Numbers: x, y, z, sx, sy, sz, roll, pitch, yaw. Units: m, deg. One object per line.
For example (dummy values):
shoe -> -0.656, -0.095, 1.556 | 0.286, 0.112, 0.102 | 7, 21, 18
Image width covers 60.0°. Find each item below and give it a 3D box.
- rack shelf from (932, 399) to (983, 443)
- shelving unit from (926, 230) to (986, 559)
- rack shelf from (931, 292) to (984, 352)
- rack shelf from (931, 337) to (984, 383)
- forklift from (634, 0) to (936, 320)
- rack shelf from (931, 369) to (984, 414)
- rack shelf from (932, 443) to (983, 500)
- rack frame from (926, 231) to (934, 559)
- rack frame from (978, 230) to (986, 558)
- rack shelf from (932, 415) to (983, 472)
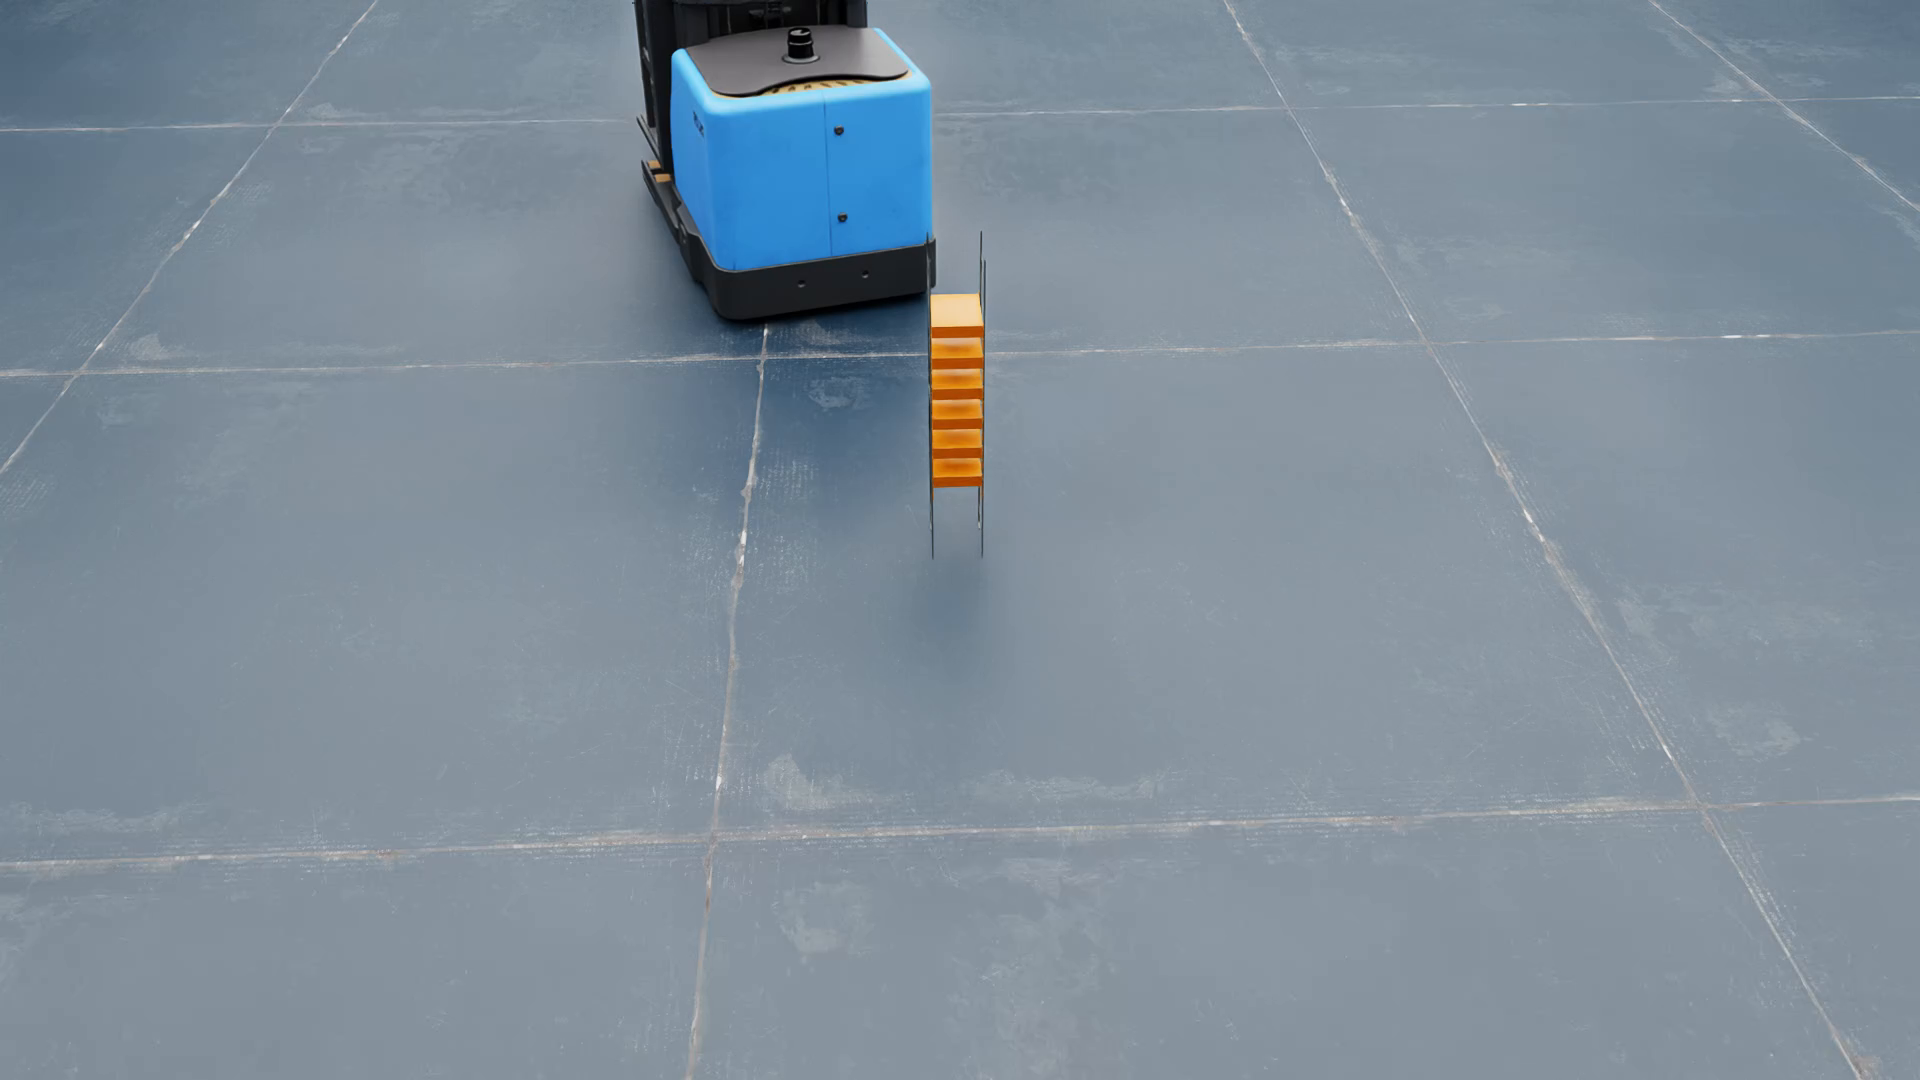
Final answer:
rack shelf -> -0.014, -0.456, 5.933 | 0.180, 0.103, 0.258 | -2, 35, -2
shelving unit -> -0.014, -0.493, 5.908 | 0.189, 1.200, 0.258 | -2, 35, -2
rack shelf -> -0.014, -0.752, 5.728 | 0.180, 0.103, 0.258 | -2, 35, -2
rack shelf -> -0.014, -0.654, 5.797 | 0.180, 0.103, 0.258 | -2, 35, -2
forklift -> -1.072, -3.045, 8.074 | 1.130, 2.935, 3.031 | -11, 36, -16
rack shelf -> -0.014, -0.555, 5.865 | 0.180, 0.103, 0.258 | -2, 35, -2
rack shelf -> -0.014, -0.259, 6.070 | 0.180, 0.103, 0.258 | -2, 35, -2
rack frame -> -0.106, -0.491, 5.904 | 0.006, 1.200, 0.240 | -2, 35, -2
rack frame -> 0.077, -0.495, 5.912 | 0.006, 1.200, 0.240 | -2, 35, -2
rack shelf -> -0.014, -0.358, 6.002 | 0.180, 0.103, 0.258 | -2, 35, -2
